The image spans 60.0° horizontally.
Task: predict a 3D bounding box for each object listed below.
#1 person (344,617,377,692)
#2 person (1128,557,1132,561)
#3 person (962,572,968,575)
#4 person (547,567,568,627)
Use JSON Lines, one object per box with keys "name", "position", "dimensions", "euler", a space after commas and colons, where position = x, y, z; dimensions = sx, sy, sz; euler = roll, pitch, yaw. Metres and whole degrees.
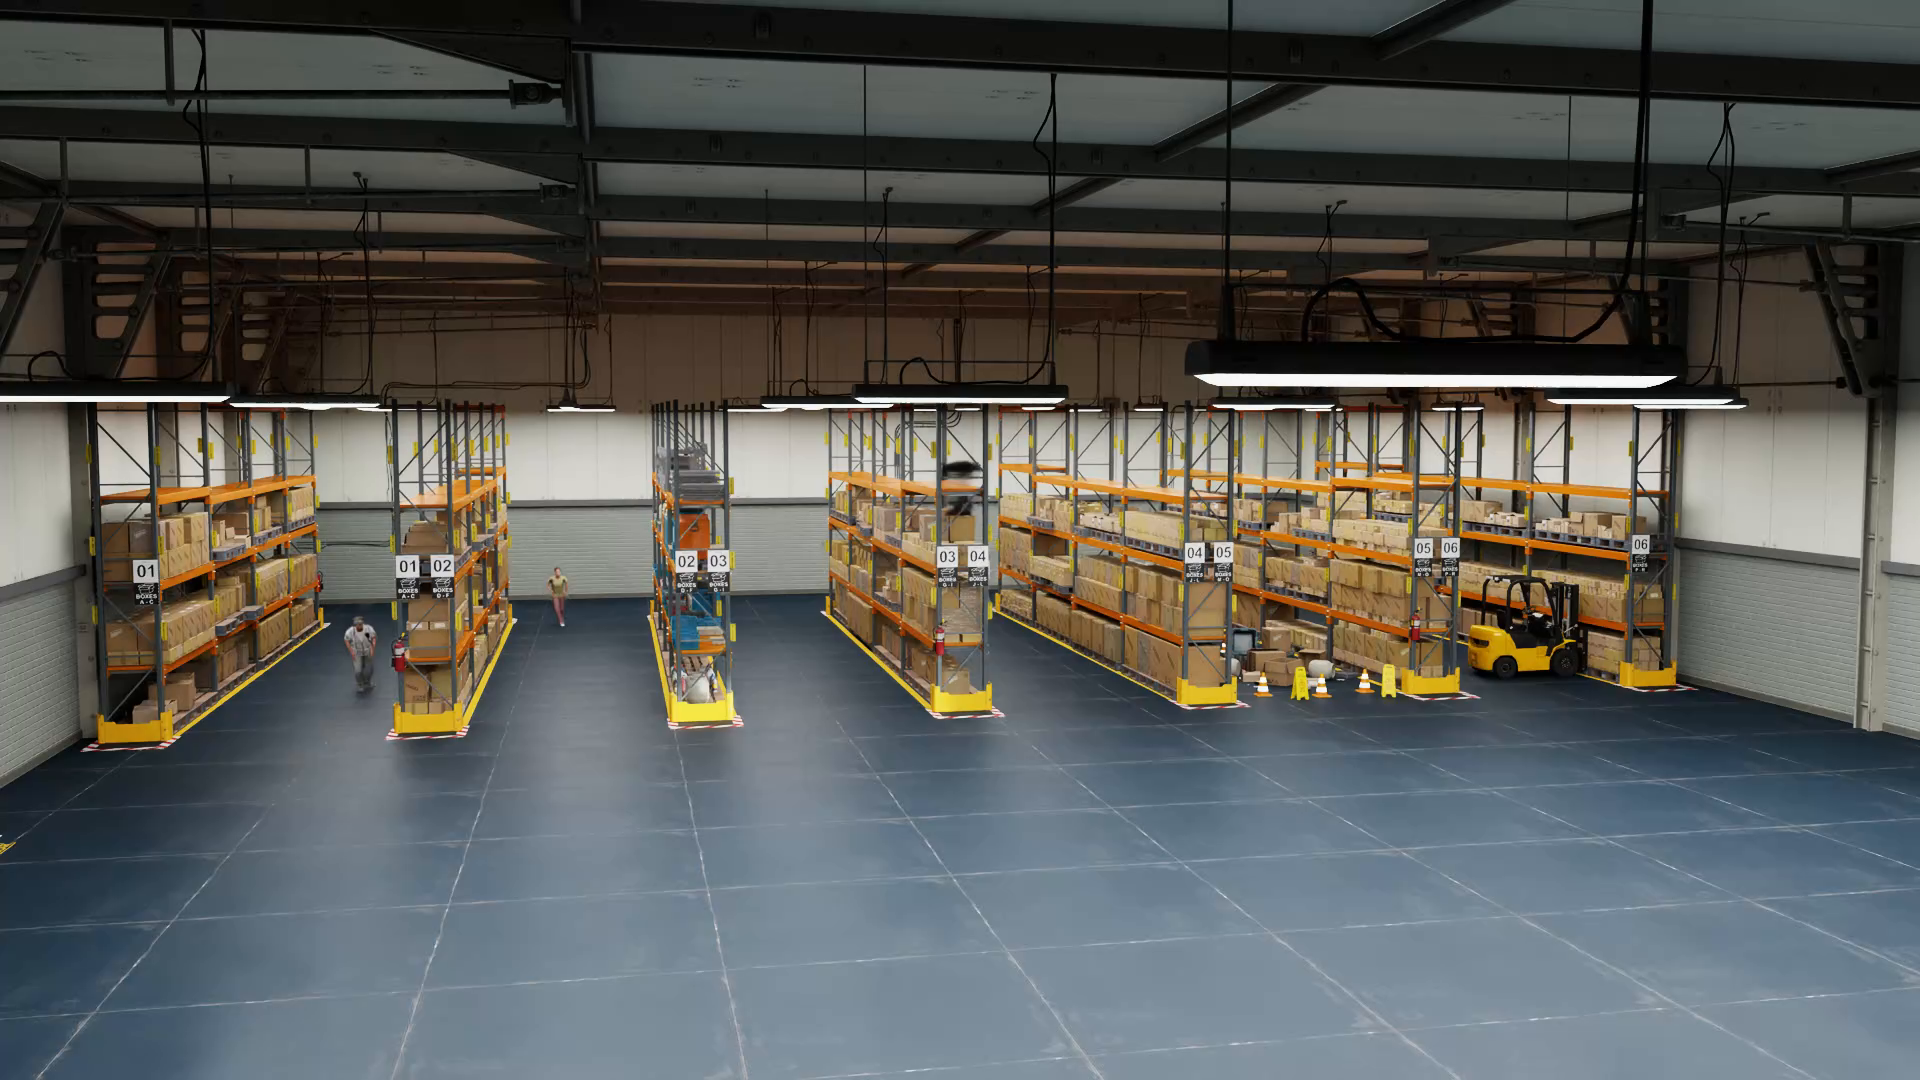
{"name": "person", "position": [-12.368, 2.336, 34.383], "dimensions": [0.712, 1.597, 0.896], "euler": [-3, 5, -34]}
{"name": "person", "position": [4.806, 1.359, 46.142], "dimensions": [0.623, 1.749, 0.864], "euler": [-3, 5, -37]}
{"name": "person", "position": [0.089, 1.096, 49.382], "dimensions": [0.666, 1.746, 1.062], "euler": [0, 4, 1]}
{"name": "person", "position": [-10.893, 1.526, 45.036], "dimensions": [0.573, 1.619, 0.817], "euler": [-1, 4, -14]}
